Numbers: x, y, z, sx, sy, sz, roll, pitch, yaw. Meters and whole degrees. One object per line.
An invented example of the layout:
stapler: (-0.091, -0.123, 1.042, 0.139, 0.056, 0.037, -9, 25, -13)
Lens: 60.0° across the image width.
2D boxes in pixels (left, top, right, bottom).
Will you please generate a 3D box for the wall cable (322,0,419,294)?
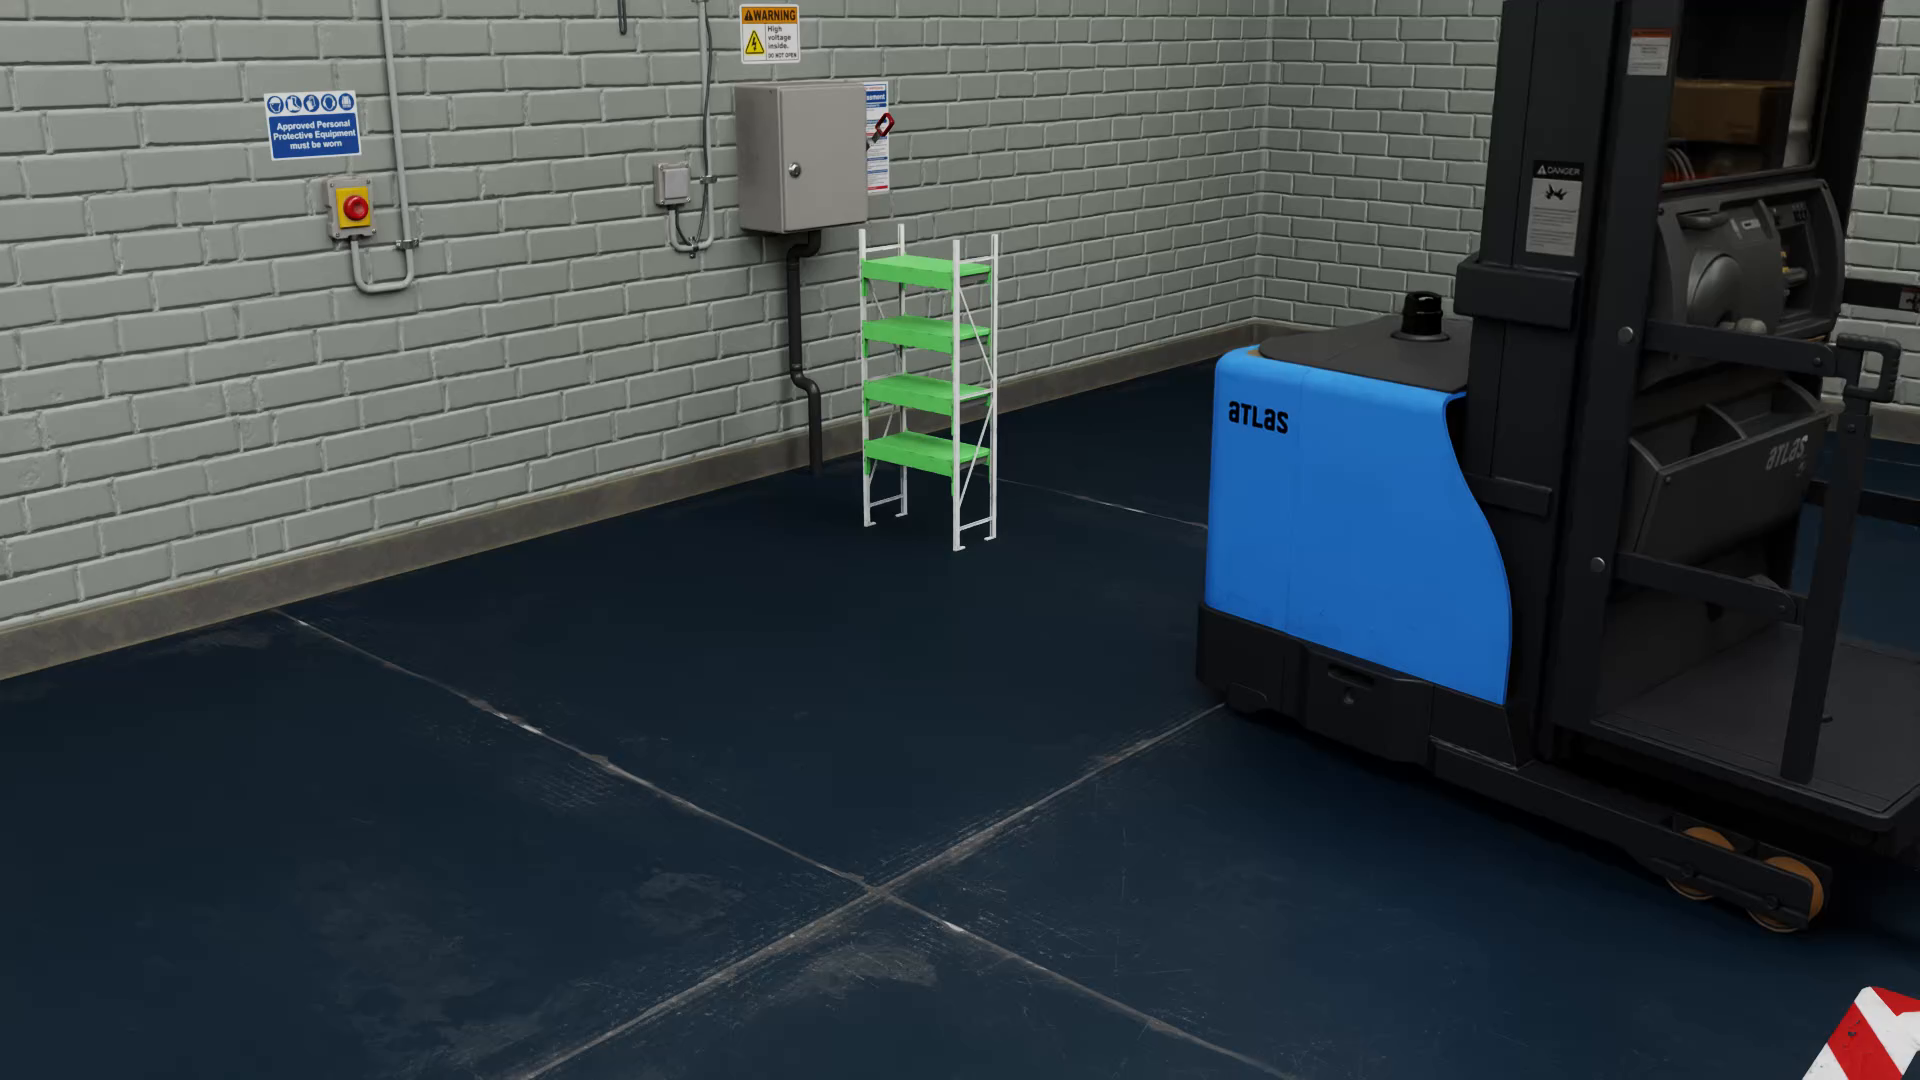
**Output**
wall cable: (-2.116, -1.778, 5.524, 0.123, 1.953, 0.585, 15, 23, 39)

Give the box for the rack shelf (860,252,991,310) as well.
rack shelf: (-0.124, -1.002, 6.409, 0.480, 0.148, 0.258, 15, 23, 39)

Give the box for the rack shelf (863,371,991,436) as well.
rack shelf: (-0.124, -0.544, 6.554, 0.480, 0.148, 0.258, 15, 23, 39)

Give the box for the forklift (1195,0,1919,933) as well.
forklift: (2.069, -0.676, 3.897, 1.130, 2.935, 3.031, -15, 23, -39)

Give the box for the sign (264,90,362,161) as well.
sign: (-2.193, -1.409, 5.645, 0.001, 0.218, 0.327, 15, 23, 39)

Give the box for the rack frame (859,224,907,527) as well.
rack frame: (-0.306, -0.654, 6.689, 0.015, 1.200, 0.240, 15, 23, 39)

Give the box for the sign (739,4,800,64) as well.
sign: (-0.804, -2.147, 7.054, 0.001, 0.242, 0.339, 15, 23, 39)

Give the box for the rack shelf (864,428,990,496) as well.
rack shelf: (-0.124, -0.315, 6.627, 0.480, 0.148, 0.258, 15, 23, 39)

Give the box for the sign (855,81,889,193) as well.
sign: (-0.439, -1.833, 7.585, 0.001, 0.494, 0.329, 15, 23, 39)

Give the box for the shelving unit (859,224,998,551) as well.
shelving unit: (-0.124, -0.605, 6.535, 0.503, 1.200, 0.258, 15, 23, 39)

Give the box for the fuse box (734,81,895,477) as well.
fuse box: (-0.612, -1.111, 7.282, 0.414, 1.711, 0.539, 15, 23, 39)

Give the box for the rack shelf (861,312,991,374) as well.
rack shelf: (-0.124, -0.773, 6.482, 0.480, 0.148, 0.258, 15, 23, 39)

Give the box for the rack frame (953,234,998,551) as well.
rack frame: (0.059, -0.556, 6.381, 0.015, 1.200, 0.240, 15, 23, 39)

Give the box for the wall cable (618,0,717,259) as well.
wall cable: (-1.183, -2.086, 6.547, 0.122, 1.984, 0.588, 15, 23, 39)

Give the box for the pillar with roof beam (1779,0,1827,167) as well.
pillar with roof beam: (1.133, -3.906, 4.044, 0.400, 9.000, 9.100, 15, 23, 39)
